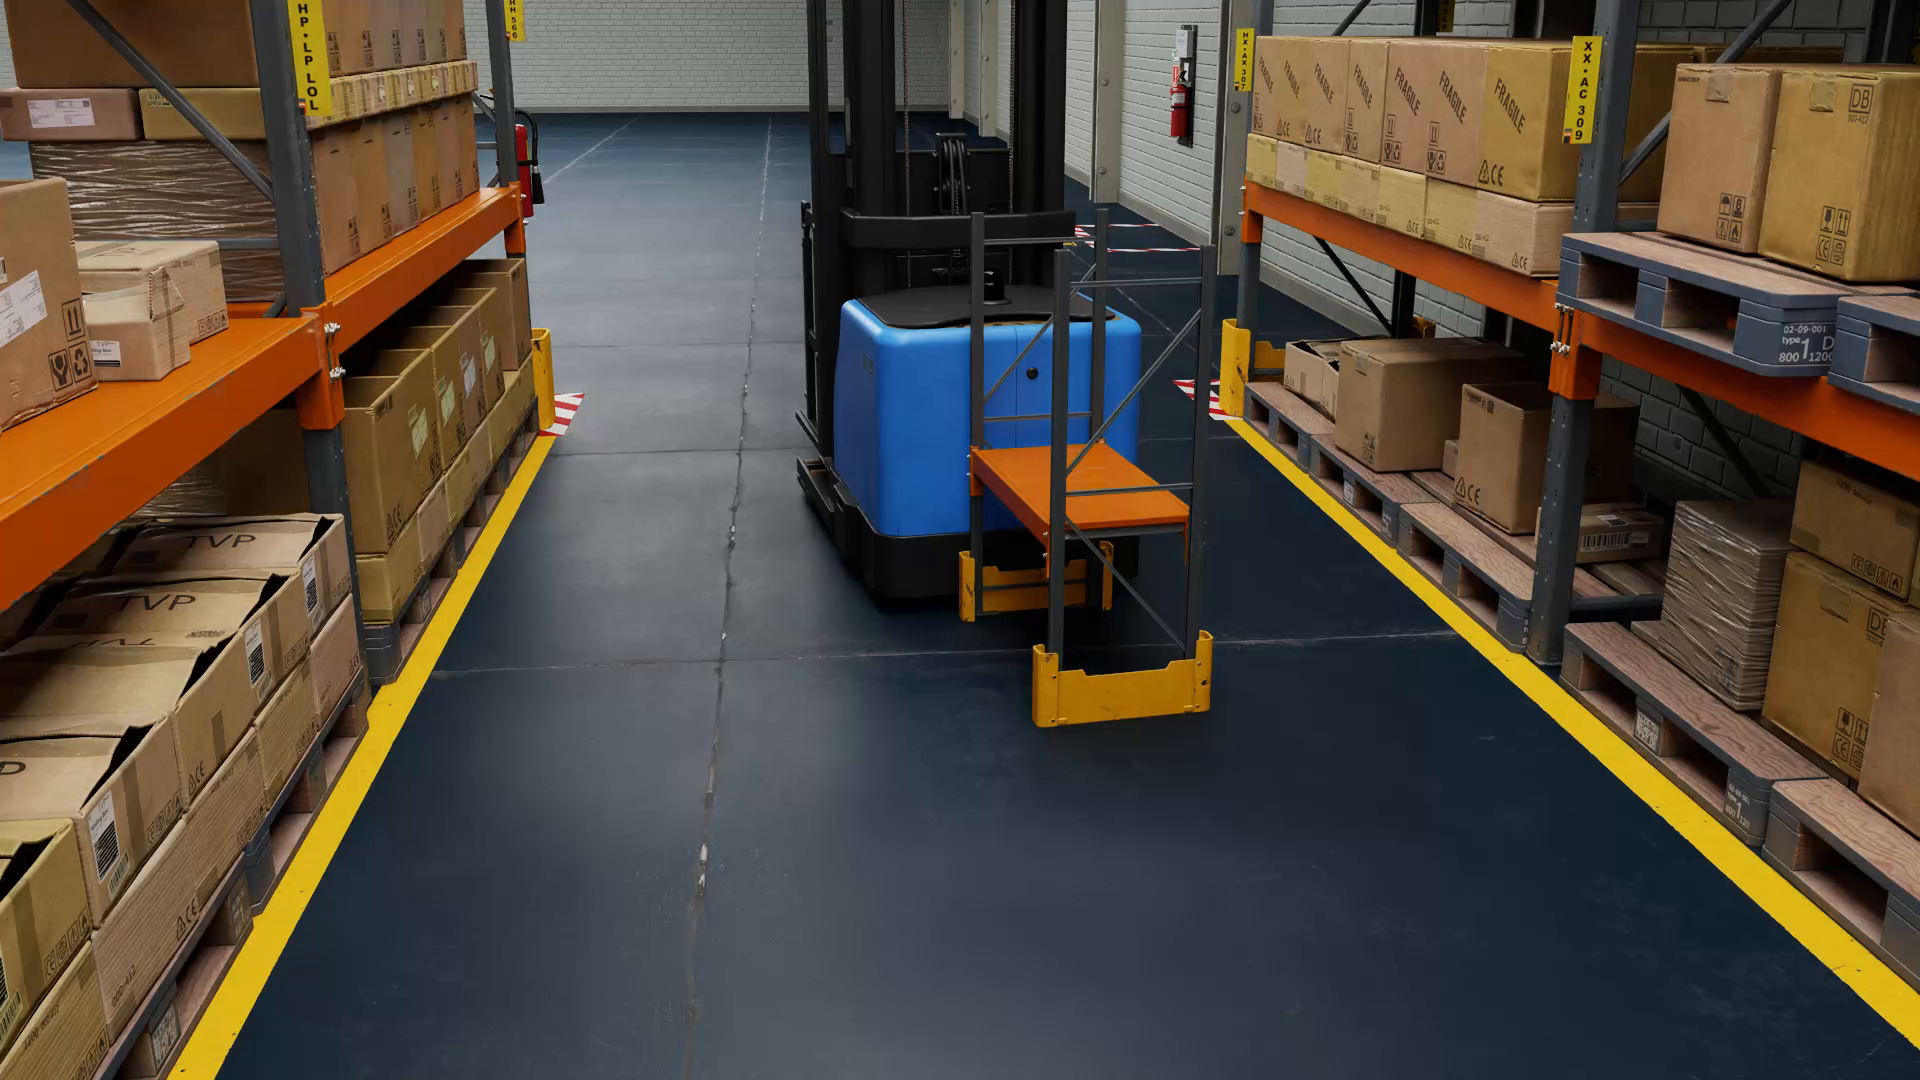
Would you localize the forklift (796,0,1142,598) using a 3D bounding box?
[{"bbox_3d":[-0.150,-1.581,7.321,1.130,2.935,3.031,-4,18,-13],"label":"forklift"}]

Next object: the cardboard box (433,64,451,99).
[{"bbox_3d":[-2.533,-2.078,7.537,0.380,0.149,0.250,-2,17,-5],"label":"cardboard box"}]

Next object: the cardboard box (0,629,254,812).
[{"bbox_3d":[-1.992,0.393,3.869,0.500,0.311,0.500,-2,18,-6],"label":"cardboard box"}]

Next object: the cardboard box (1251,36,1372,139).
[{"bbox_3d":[1.836,-2.356,8.639,0.500,0.500,0.500,-2,18,-6],"label":"cardboard box"}]

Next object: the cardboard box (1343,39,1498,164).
[{"bbox_3d":[1.990,-1.901,7.189,0.500,0.500,0.500,-1,17,-4],"label":"cardboard box"}]

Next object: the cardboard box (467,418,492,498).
[{"bbox_3d":[-2.325,-0.349,7.170,0.500,0.250,0.500,-2,18,-6],"label":"cardboard box"}]

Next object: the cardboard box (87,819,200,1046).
[{"bbox_3d":[-1.942,0.815,3.462,0.500,0.250,0.500,-1,17,-5],"label":"cardboard box"}]

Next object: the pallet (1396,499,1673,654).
[{"bbox_3d":[2.394,0.111,6.470,1.003,0.211,1.213,-2,18,-6],"label":"pallet"}]

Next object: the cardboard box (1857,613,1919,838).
[{"bbox_3d":[2.707,0.487,4.056,0.700,0.500,0.500,-2,17,-5],"label":"cardboard box"}]

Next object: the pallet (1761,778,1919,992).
[{"bbox_3d":[2.710,0.907,3.937,1.003,0.211,1.213,-2,18,-6],"label":"pallet"}]

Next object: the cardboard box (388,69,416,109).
[{"bbox_3d":[-2.450,-1.845,6.795,0.380,0.149,0.250,-2,18,-6],"label":"cardboard box"}]

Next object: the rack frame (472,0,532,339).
[{"bbox_3d":[-2.841,-2.058,8.723,1.000,3.000,0.127,-2,18,-6],"label":"rack frame"}]

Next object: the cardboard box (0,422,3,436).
[{"bbox_3d":[-2.259,-0.378,3.207,0.500,0.500,0.500,-2,18,-6],"label":"cardboard box"}]

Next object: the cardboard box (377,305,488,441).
[{"bbox_3d":[-2.321,-0.707,7.058,0.500,0.500,0.500,-2,18,-6],"label":"cardboard box"}]

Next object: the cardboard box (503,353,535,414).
[{"bbox_3d":[-2.491,-0.795,8.592,0.500,0.250,0.500,-2,18,-6],"label":"cardboard box"}]

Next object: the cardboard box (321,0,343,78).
[{"bbox_3d":[-2.534,-1.815,5.618,0.700,0.500,0.500,-2,18,-6],"label":"cardboard box"}]

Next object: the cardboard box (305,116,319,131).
[{"bbox_3d":[-2.289,-1.384,5.327,0.380,0.149,0.250,-2,17,-5],"label":"cardboard box"}]

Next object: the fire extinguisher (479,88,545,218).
[{"bbox_3d":[-2.391,-2.070,8.893,0.296,0.674,0.183,-2,18,-6],"label":"fire extinguisher"}]

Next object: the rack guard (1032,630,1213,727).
[{"bbox_3d":[0.523,0.445,5.343,0.587,0.250,0.087,-4,18,-13],"label":"rack guard"}]

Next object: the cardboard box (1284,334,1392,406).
[{"bbox_3d":[2.068,-0.930,8.886,0.500,0.311,0.500,-4,18,-12],"label":"cardboard box"}]

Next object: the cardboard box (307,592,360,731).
[{"bbox_3d":[-2.097,0.360,4.911,0.500,0.250,0.500,-2,18,-6],"label":"cardboard box"}]

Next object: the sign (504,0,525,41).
[{"bbox_3d":[-2.300,-2.736,8.554,0.100,0.325,0.005,-2,18,-6],"label":"sign"}]

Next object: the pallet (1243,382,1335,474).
[{"bbox_3d":[2.143,-0.616,8.785,1.003,0.211,1.213,-2,18,-6],"label":"pallet"}]

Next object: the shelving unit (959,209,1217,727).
[{"bbox_3d":[0.405,-0.297,5.618,0.587,1.500,1.083,-4,18,-13],"label":"shelving unit"}]

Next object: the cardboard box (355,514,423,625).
[{"bbox_3d":[-2.174,0.098,5.746,0.500,0.250,0.500,-2,18,-6],"label":"cardboard box"}]

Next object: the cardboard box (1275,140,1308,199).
[{"bbox_3d":[1.888,-1.840,8.248,0.500,0.250,0.500,-2,18,-7],"label":"cardboard box"}]

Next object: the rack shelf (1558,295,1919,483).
[{"bbox_3d":[2.705,-0.081,3.628,1.077,0.370,4.000,-2,18,-6],"label":"rack shelf"}]

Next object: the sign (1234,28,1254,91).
[{"bbox_3d":[1.546,-2.608,9.031,0.100,0.325,0.005,-2,18,-6],"label":"sign"}]

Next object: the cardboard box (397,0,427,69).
[{"bbox_3d":[-2.687,-2.262,7.043,0.700,0.500,0.500,-2,18,-5],"label":"cardboard box"}]

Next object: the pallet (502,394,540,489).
[{"bbox_3d":[-2.720,-0.501,8.419,1.003,0.211,1.213,-2,18,-6],"label":"pallet"}]

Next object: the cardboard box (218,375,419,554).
[{"bbox_3d":[-2.165,-0.260,5.635,0.500,0.500,0.500,-2,18,-6],"label":"cardboard box"}]

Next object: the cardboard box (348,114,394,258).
[{"bbox_3d":[-2.589,-1.352,6.309,0.700,0.500,0.500,-2,17,-5],"label":"cardboard box"}]

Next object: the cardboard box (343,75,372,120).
[{"bbox_3d":[-2.370,-1.613,6.058,0.380,0.149,0.250,-2,18,-7],"label":"cardboard box"}]

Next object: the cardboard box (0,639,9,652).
[{"bbox_3d":[-2.532,0.412,3.809,0.500,0.311,0.500,-2,18,-7],"label":"cardboard box"}]

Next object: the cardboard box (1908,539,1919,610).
[{"bbox_3d":[2.697,0.110,4.007,0.500,0.250,0.500,-2,18,-7],"label":"cardboard box"}]

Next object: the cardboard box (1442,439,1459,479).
[{"bbox_3d":[2.354,-0.347,7.299,0.380,0.149,0.250,-3,18,-10],"label":"cardboard box"}]

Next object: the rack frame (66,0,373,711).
[{"bbox_3d":[-2.428,-0.866,4.927,1.000,3.000,0.127,-2,18,-6],"label":"rack frame"}]

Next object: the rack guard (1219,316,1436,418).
[{"bbox_3d":[2.094,-0.996,9.516,1.175,0.500,0.348,-2,18,-6],"label":"rack guard"}]

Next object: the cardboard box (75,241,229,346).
[{"bbox_3d":[-2.334,-0.649,4.487,0.500,0.250,0.500,-1,17,-2],"label":"cardboard box"}]

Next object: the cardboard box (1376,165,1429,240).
[{"bbox_3d":[2.038,-1.388,6.807,0.500,0.250,0.500,-2,18,-6],"label":"cardboard box"}]

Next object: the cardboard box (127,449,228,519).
[{"bbox_3d":[-2.733,-0.393,6.058,0.500,0.500,0.500,-2,18,-6],"label":"cardboard box"}]

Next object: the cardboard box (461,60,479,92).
[{"bbox_3d":[-2.612,-2.307,8.267,0.380,0.149,0.250,-2,18,-7],"label":"cardboard box"}]

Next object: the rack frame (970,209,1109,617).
[{"bbox_3d":[0.283,-0.447,6.098,0.500,1.500,0.032,-4,18,-13],"label":"rack frame"}]

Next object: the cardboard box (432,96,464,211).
[{"bbox_3d":[-2.746,-1.809,7.766,0.700,0.500,0.500,-1,17,-4],"label":"cardboard box"}]

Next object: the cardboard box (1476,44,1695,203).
[{"bbox_3d":[2.142,-1.447,5.744,0.500,0.500,0.500,-2,18,-6],"label":"cardboard box"}]

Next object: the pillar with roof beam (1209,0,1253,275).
[{"bbox_3d":[-1.882,-6.547,13.007,9.100,9.000,0.400,-2,18,-6],"label":"pillar with roof beam"}]

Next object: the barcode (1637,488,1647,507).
[{"bbox_3d":[2.709,-0.166,6.605,0.001,0.075,0.075,-2,18,-6],"label":"barcode"}]

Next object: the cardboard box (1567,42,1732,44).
[{"bbox_3d":[2.608,-1.616,6.283,0.500,0.500,0.500,-2,18,-6],"label":"cardboard box"}]
